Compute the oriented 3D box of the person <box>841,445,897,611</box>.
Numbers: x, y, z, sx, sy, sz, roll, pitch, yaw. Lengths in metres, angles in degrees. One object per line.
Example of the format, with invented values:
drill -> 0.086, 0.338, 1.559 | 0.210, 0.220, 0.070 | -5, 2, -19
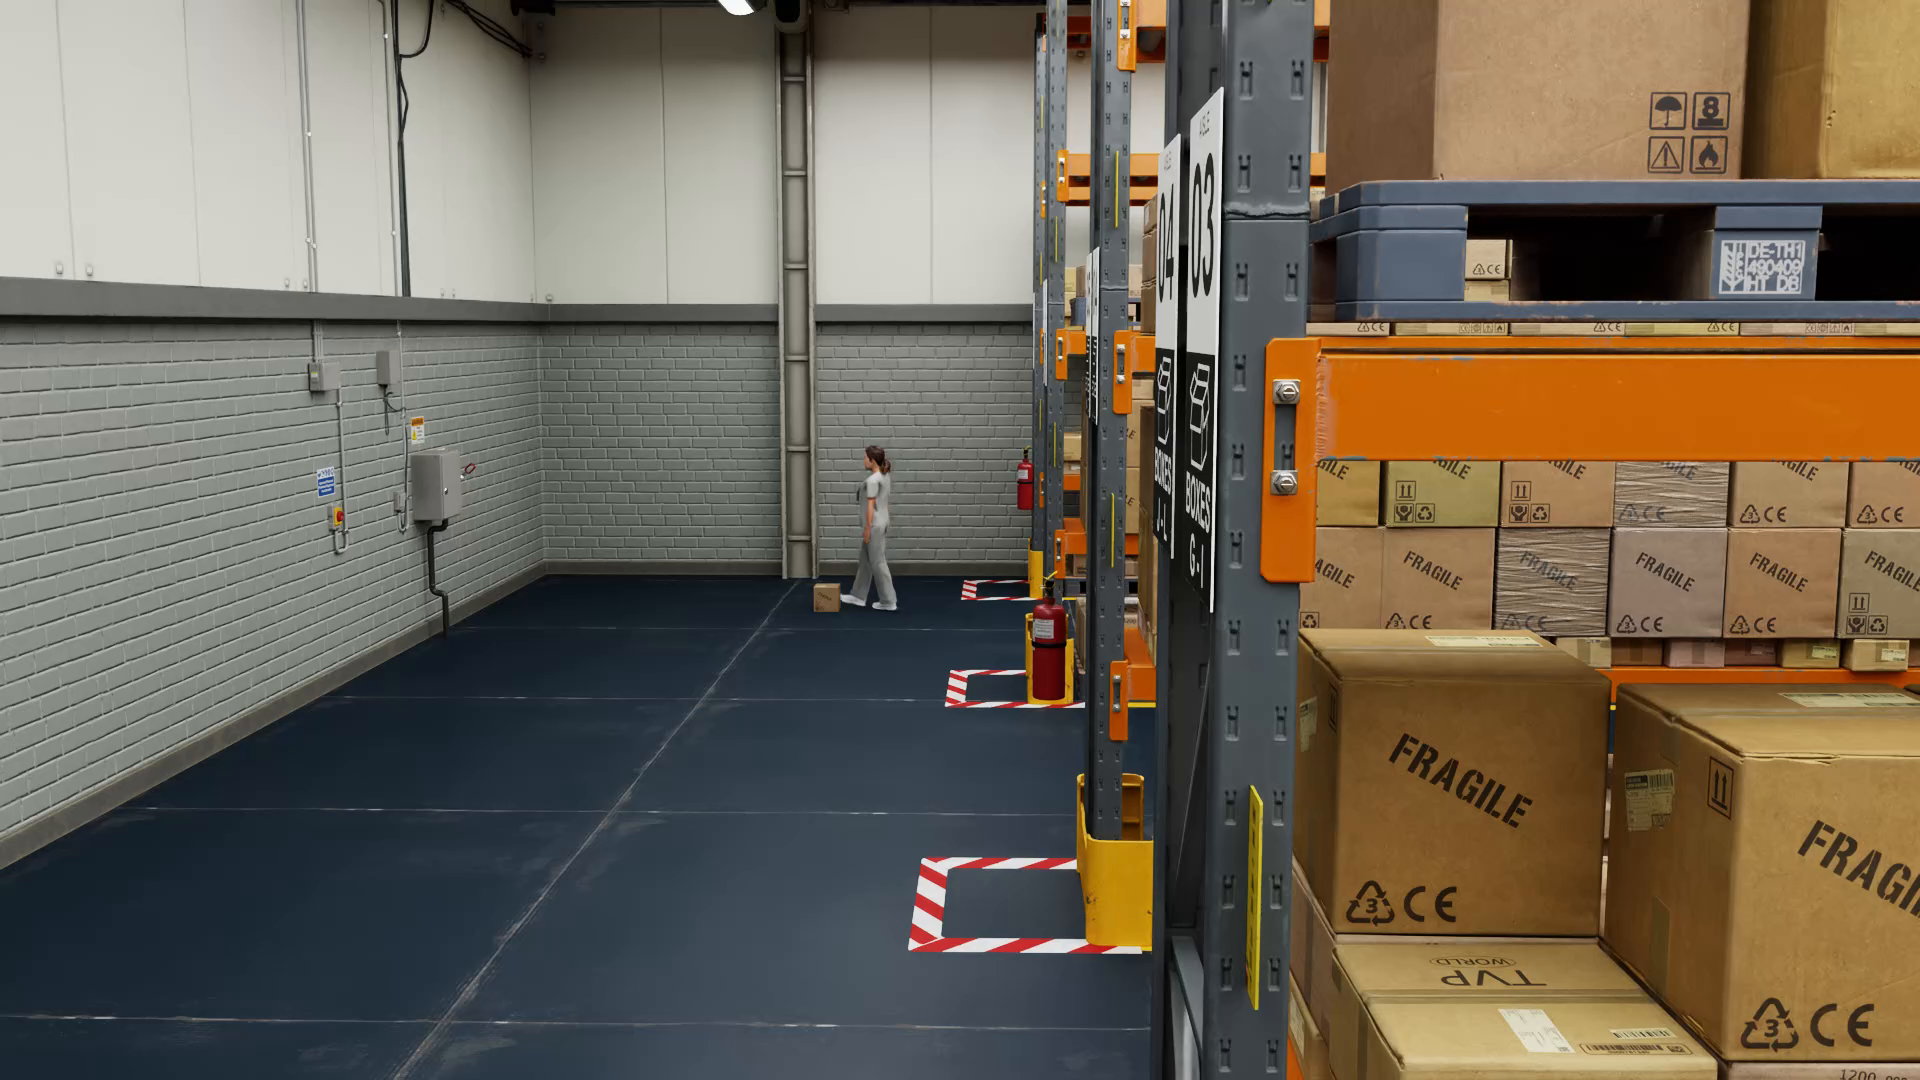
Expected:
person -> -0.952, -0.128, 16.761 | 0.691, 1.662, 0.450 | 2, 8, 17
